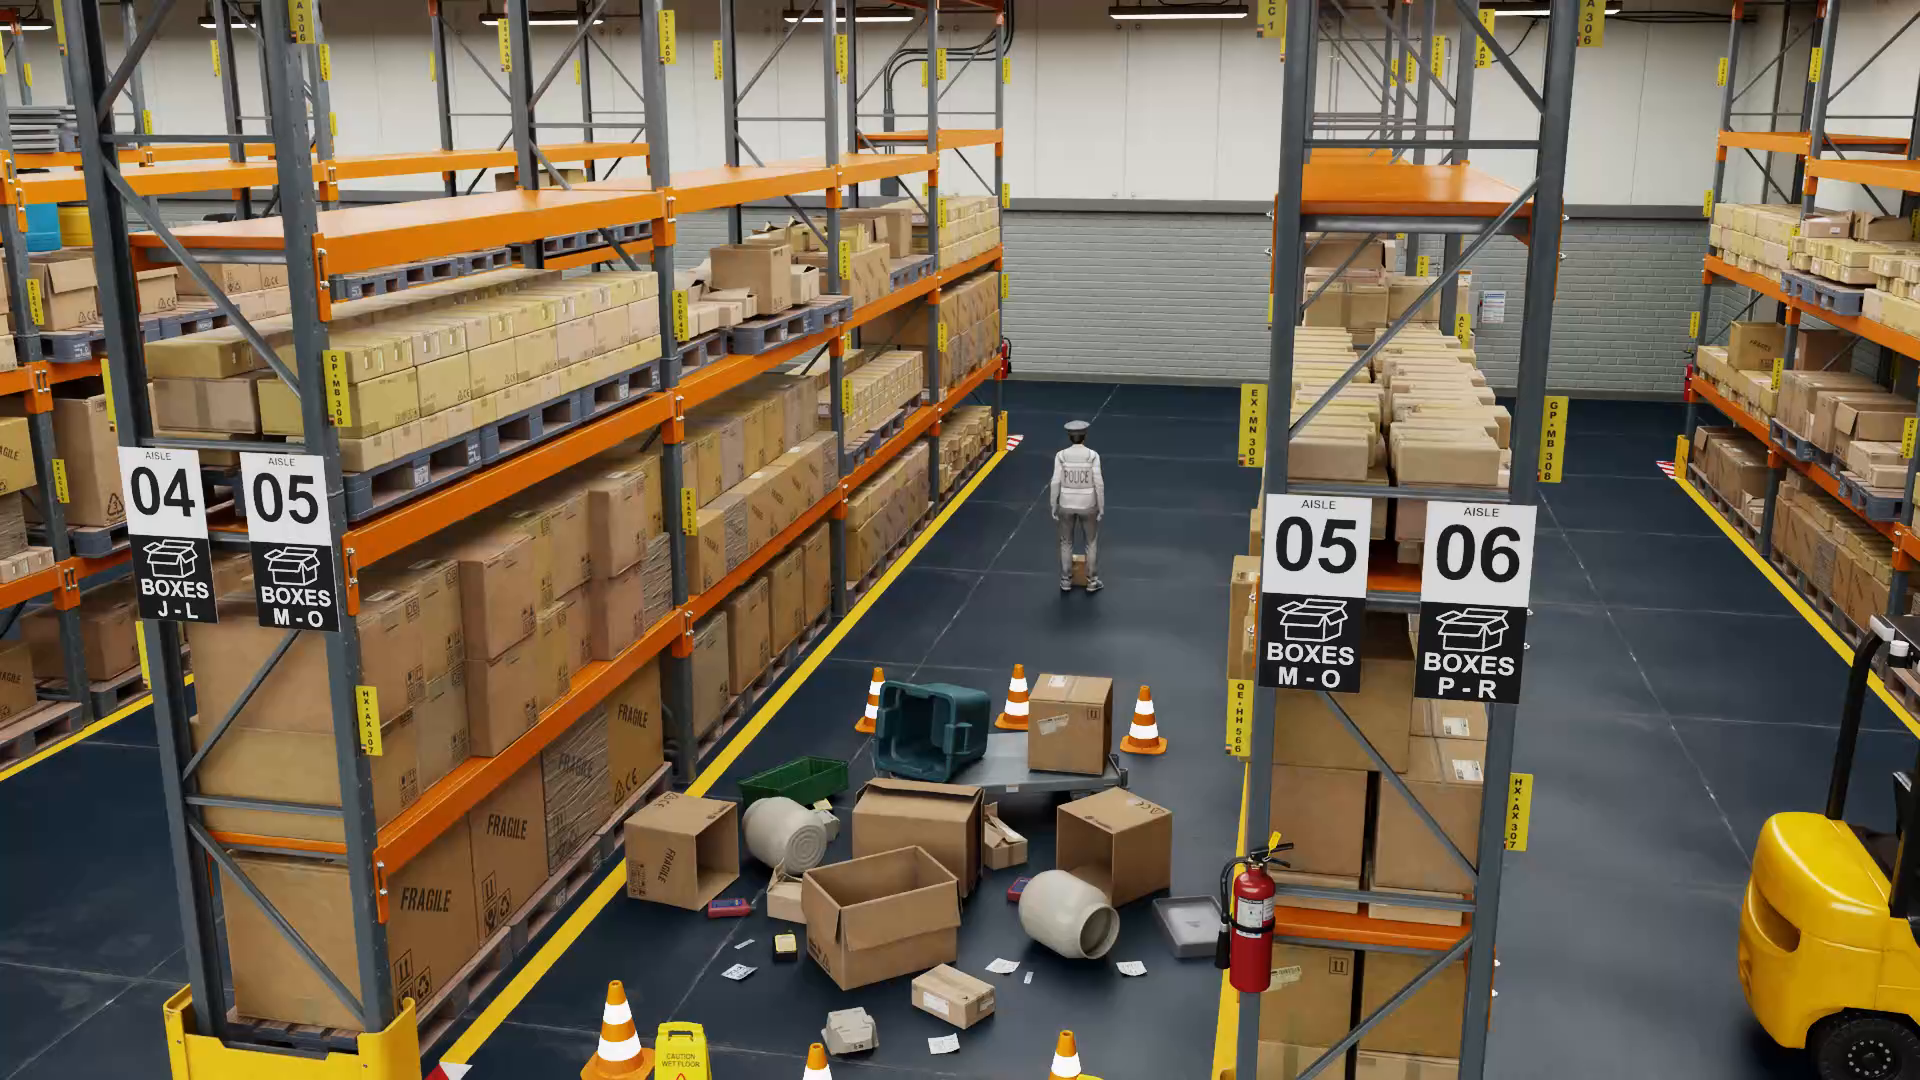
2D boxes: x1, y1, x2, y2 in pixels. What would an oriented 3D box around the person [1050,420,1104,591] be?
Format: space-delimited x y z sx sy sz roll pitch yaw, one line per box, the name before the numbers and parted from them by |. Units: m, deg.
person | 1.146 -0.321 16.225 0.531 1.662 0.375 2 15 9
